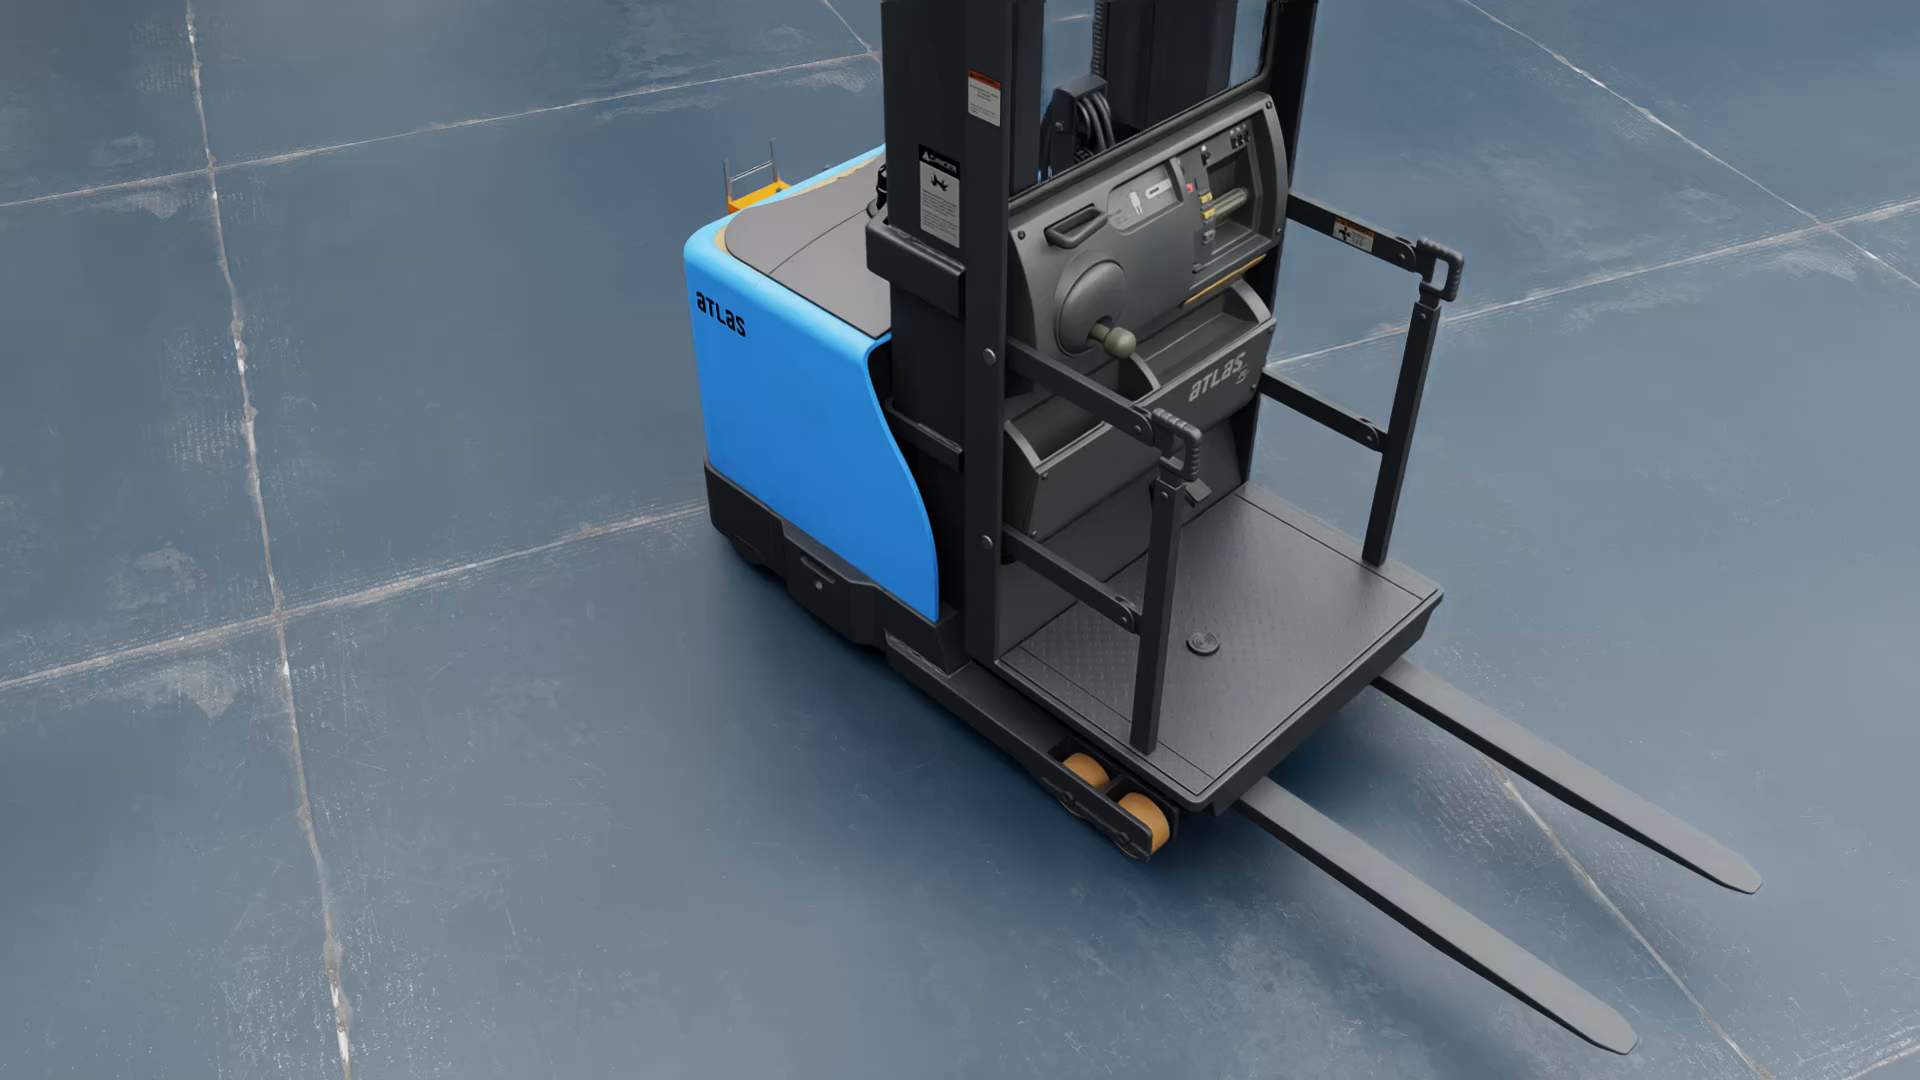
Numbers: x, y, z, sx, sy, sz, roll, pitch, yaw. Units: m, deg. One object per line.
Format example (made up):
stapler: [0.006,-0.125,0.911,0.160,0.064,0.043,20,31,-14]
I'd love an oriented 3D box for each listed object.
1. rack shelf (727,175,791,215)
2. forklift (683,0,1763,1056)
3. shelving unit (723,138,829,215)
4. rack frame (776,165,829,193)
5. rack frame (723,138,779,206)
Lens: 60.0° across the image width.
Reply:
rack shelf: [-0.548,-0.930,5.107,0.215,0.259,0.240,-33,51,-32]
forklift: [0.613,-0.676,3.789,1.130,2.935,3.031,-33,51,-32]
shelving unit: [-0.548,-0.723,5.285,0.215,1.050,0.252,-33,51,-32]
rack frame: [-0.462,-0.666,5.220,0.200,1.050,0.008,-33,51,-32]
rack frame: [-0.634,-0.779,5.351,0.200,1.050,0.008,-33,51,-32]
